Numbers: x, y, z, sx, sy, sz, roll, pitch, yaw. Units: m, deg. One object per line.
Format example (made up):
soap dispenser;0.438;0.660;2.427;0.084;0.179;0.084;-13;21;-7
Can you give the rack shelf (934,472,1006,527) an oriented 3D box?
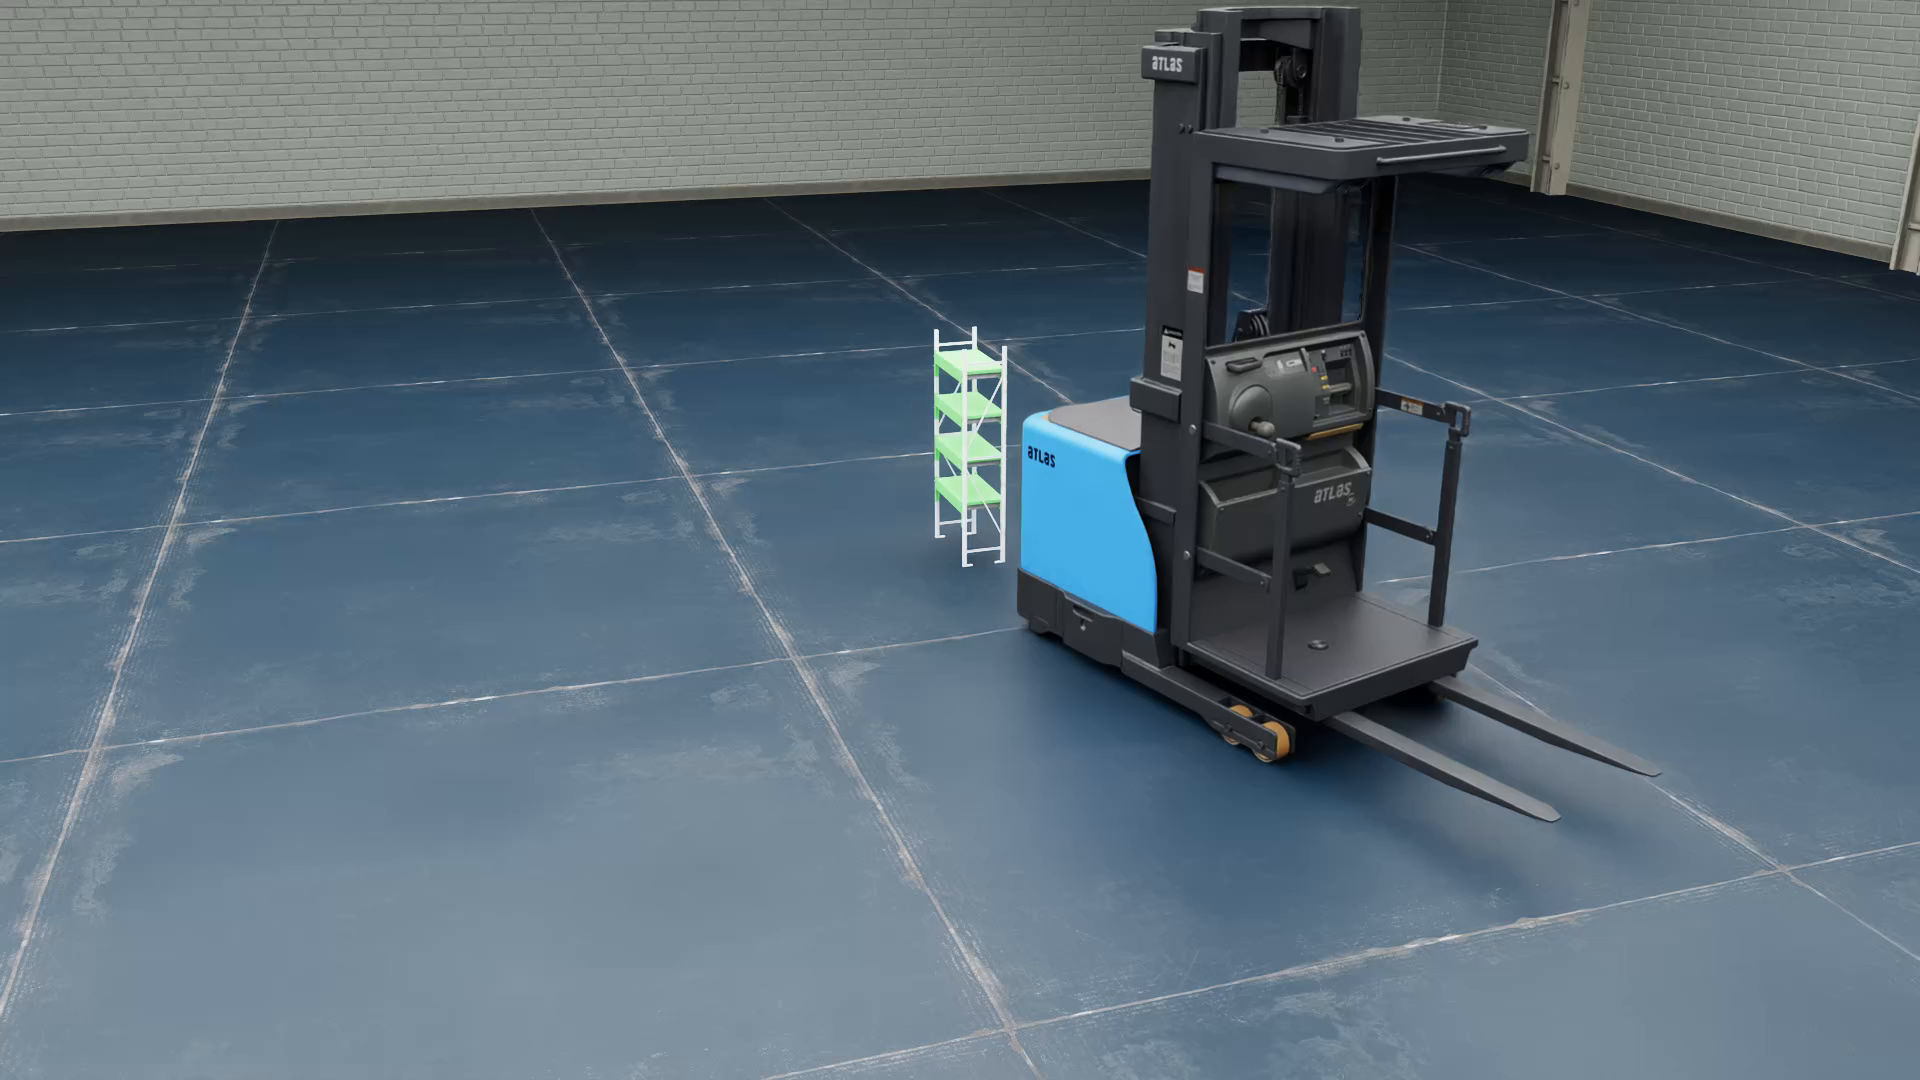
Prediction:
rack shelf;0.052;-0.226;9.169;0.258;0.148;0.480;-6;21;-17

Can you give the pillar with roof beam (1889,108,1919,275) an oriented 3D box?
pillar with roof beam;5.754;-6.544;14.324;9.100;9.000;0.400;-6;21;-17

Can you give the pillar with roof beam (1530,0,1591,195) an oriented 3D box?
pillar with roof beam;3.868;-8.469;19.684;9.100;9.000;0.400;-6;21;-17

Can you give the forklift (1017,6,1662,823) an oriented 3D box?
forklift;1.532;-0.646;6.879;1.130;2.935;3.031;-13;24;-32

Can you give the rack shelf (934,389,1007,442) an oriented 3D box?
rack shelf;0.052;-0.677;9.006;0.258;0.148;0.480;-6;21;-17

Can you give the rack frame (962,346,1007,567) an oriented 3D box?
rack frame;0.129;-0.433;8.848;0.240;1.200;0.015;-6;21;-17

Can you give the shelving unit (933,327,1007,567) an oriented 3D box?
shelving unit;0.052;-0.512;9.066;0.258;1.200;0.503;-6;21;-17

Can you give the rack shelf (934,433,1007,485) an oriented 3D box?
rack shelf;0.052;-0.451;9.087;0.258;0.148;0.480;-6;21;-17

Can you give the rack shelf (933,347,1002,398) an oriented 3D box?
rack shelf;0.052;-0.903;8.925;0.258;0.148;0.480;-6;21;-17

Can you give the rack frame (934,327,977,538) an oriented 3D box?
rack frame;-0.025;-0.590;9.284;0.240;1.200;0.015;-6;21;-17
